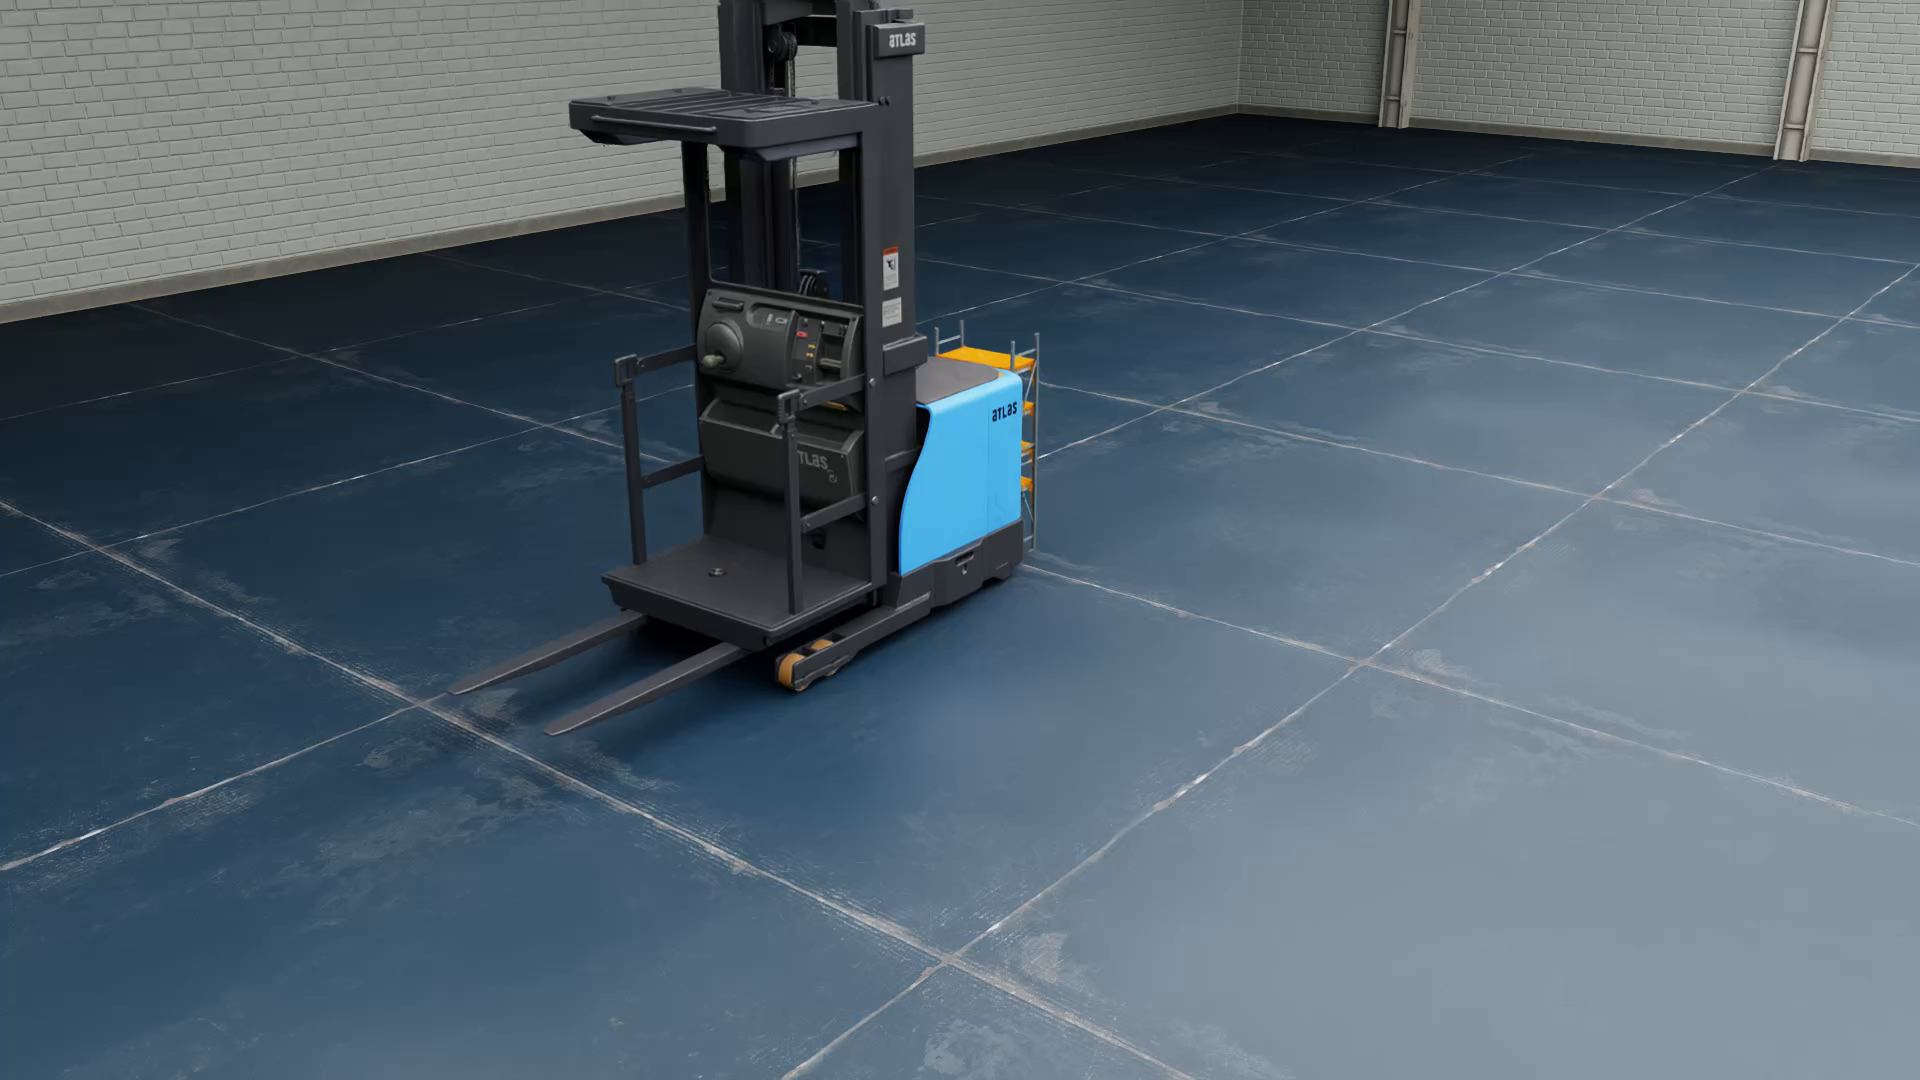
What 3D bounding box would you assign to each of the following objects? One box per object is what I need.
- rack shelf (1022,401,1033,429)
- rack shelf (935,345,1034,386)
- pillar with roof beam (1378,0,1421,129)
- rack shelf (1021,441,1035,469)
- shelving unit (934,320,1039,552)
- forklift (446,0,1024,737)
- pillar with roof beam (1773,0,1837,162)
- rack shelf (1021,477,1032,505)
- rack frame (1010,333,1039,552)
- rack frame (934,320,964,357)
[{"bbox_3d":[0.137,-0.675,8.814,0.480,0.148,0.258,15,25,34],"label":"rack shelf"},{"bbox_3d":[0.137,-0.896,8.731,0.480,0.148,0.258,15,25,34],"label":"rack shelf"},{"bbox_3d":[4.291,-9.717,22.183,0.400,9.000,9.100,16,26,36],"label":"pillar with roof beam"},{"bbox_3d":[0.137,-0.466,8.893,0.480,0.148,0.258,15,25,34],"label":"rack shelf"},{"bbox_3d":[0.137,-0.529,8.870,0.503,1.200,0.258,15,25,34],"label":"shelving unit"},{"bbox_3d":[-0.956,-0.894,7.386,1.130,2.935,3.031,15,25,34],"label":"forklift"},{"bbox_3d":[8.939,-8.379,18.634,0.400,9.000,9.100,16,26,36],"label":"pillar with roof beam"},{"bbox_3d":[0.137,-0.280,8.963,0.480,0.148,0.258,15,25,34],"label":"rack shelf"},{"bbox_3d":[0.332,-0.477,8.733,0.015,1.200,0.240,15,25,34],"label":"rack frame"},{"bbox_3d":[-0.059,-0.580,9.006,0.015,1.200,0.240,15,25,34],"label":"rack frame"}]
